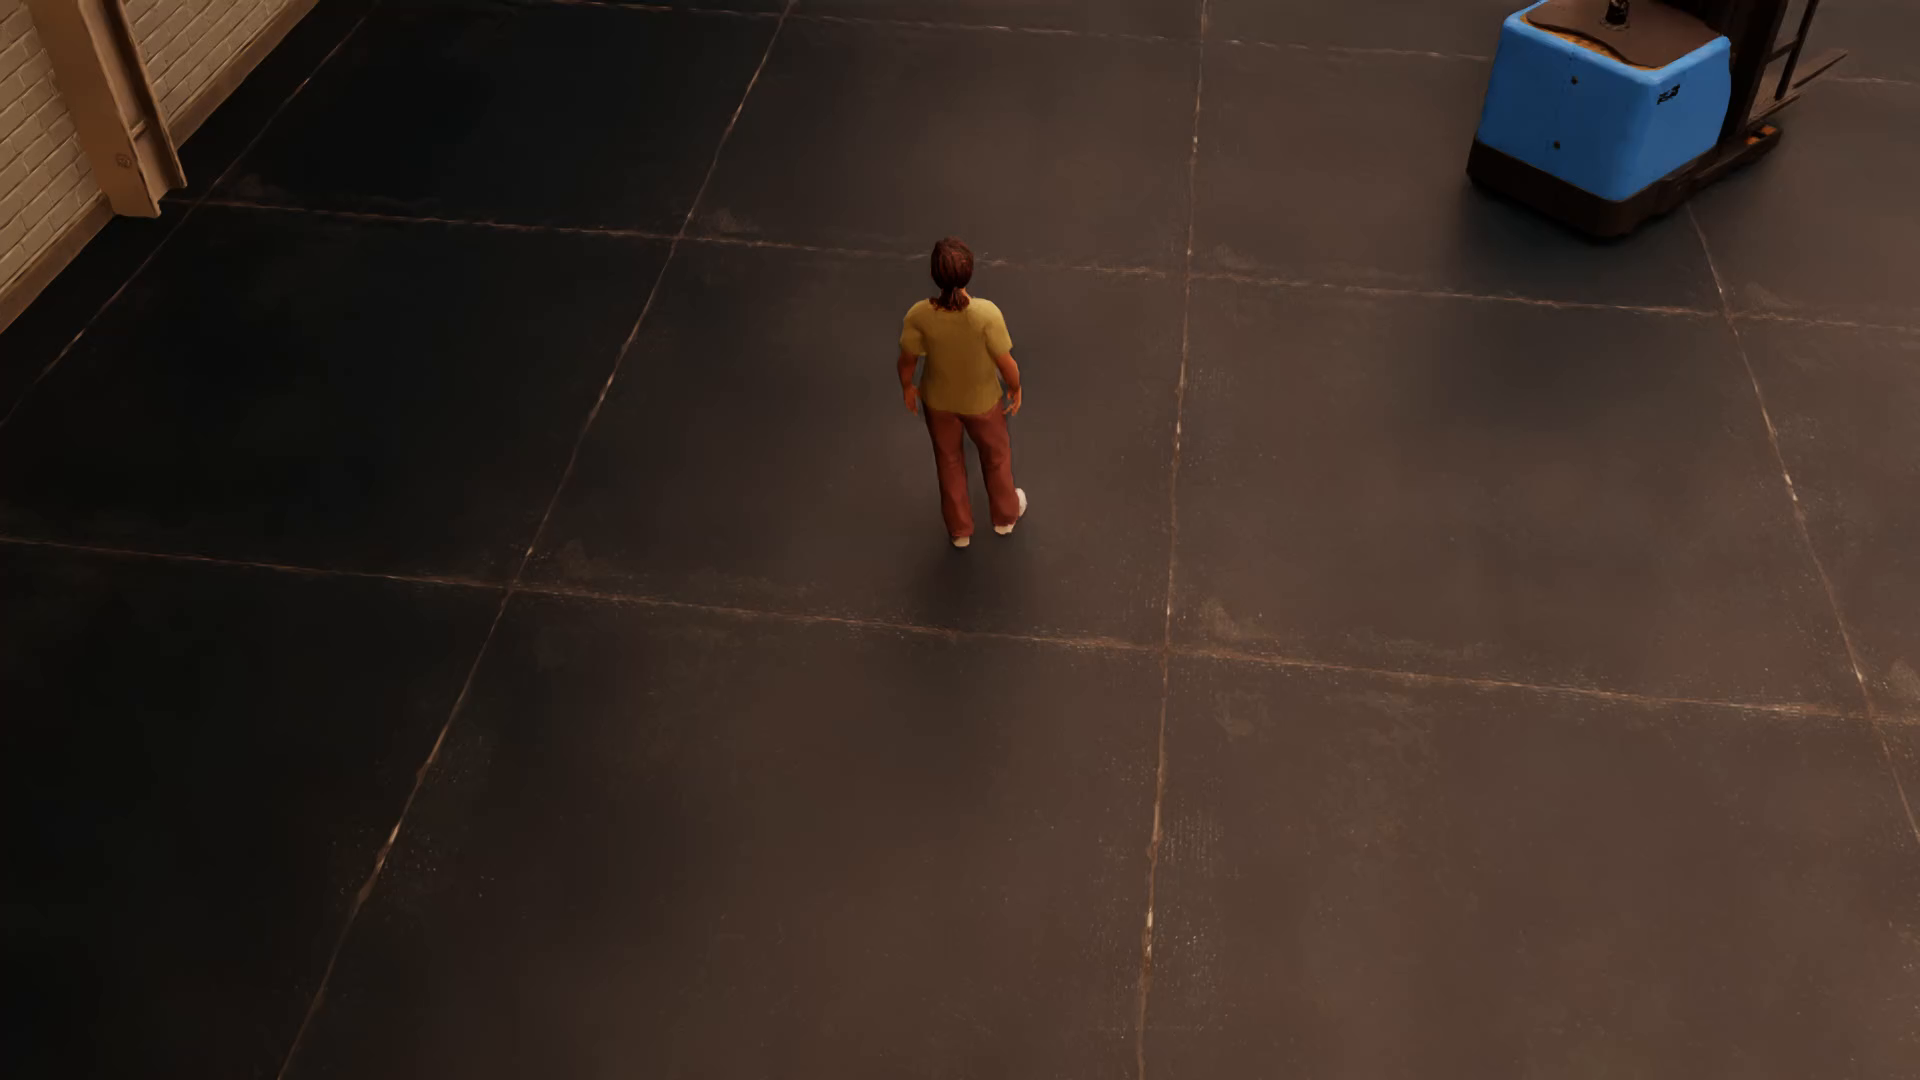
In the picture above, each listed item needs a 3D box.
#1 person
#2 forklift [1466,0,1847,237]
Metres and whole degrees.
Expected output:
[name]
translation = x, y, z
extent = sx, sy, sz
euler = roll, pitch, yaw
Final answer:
[person]
translation = 0.021, -0.671, 7.372
extent = 0.554, 1.674, 0.548
euler = 5, 43, 6
[forklift]
translation = 4.572, -3.699, 9.751
extent = 3.031, 2.935, 1.130
euler = -30, 50, -29
